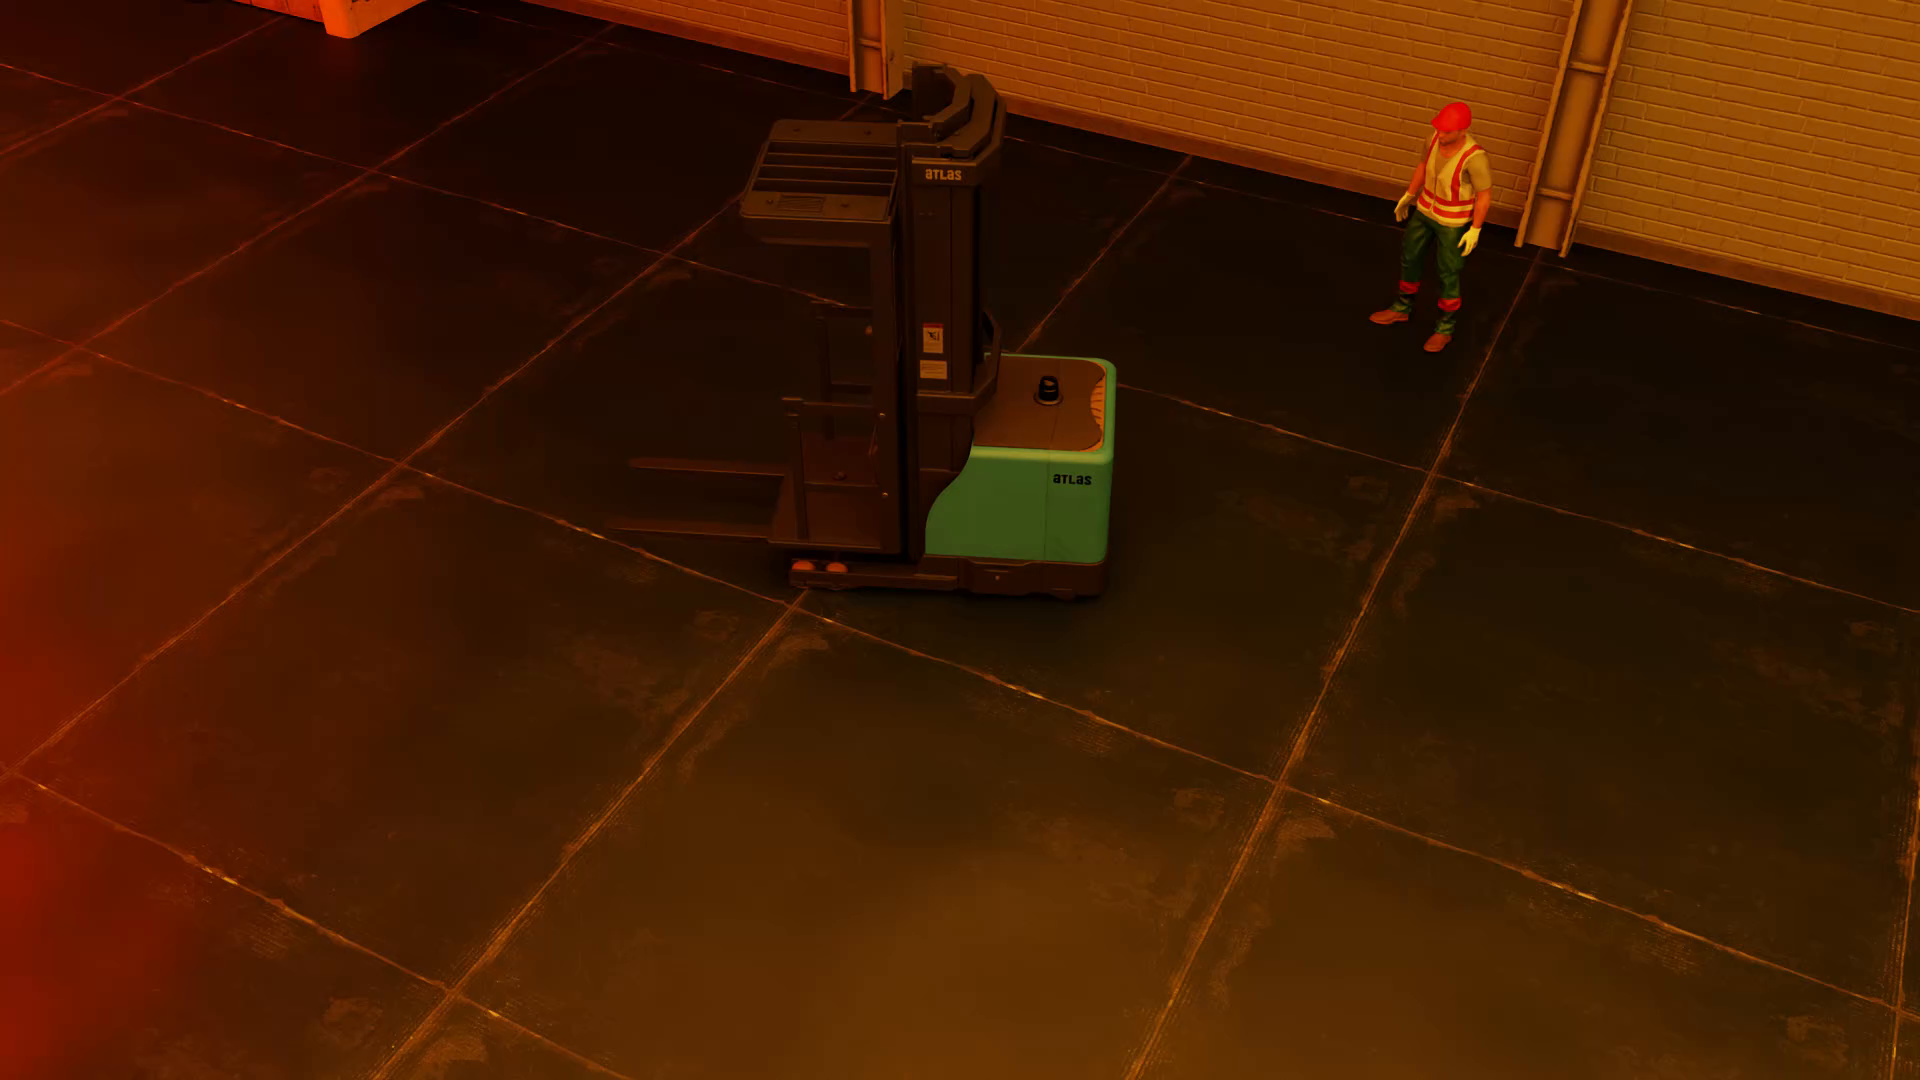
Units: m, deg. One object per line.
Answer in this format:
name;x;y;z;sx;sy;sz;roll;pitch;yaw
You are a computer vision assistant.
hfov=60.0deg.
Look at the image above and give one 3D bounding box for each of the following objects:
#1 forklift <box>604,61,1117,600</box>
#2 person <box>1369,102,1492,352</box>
forklift;-0.606;-1.157;9.360;3.031;2.935;1.130;3;40;4
person;3.300;-2.220;11.518;0.459;1.780;0.657;-24;46;-26
